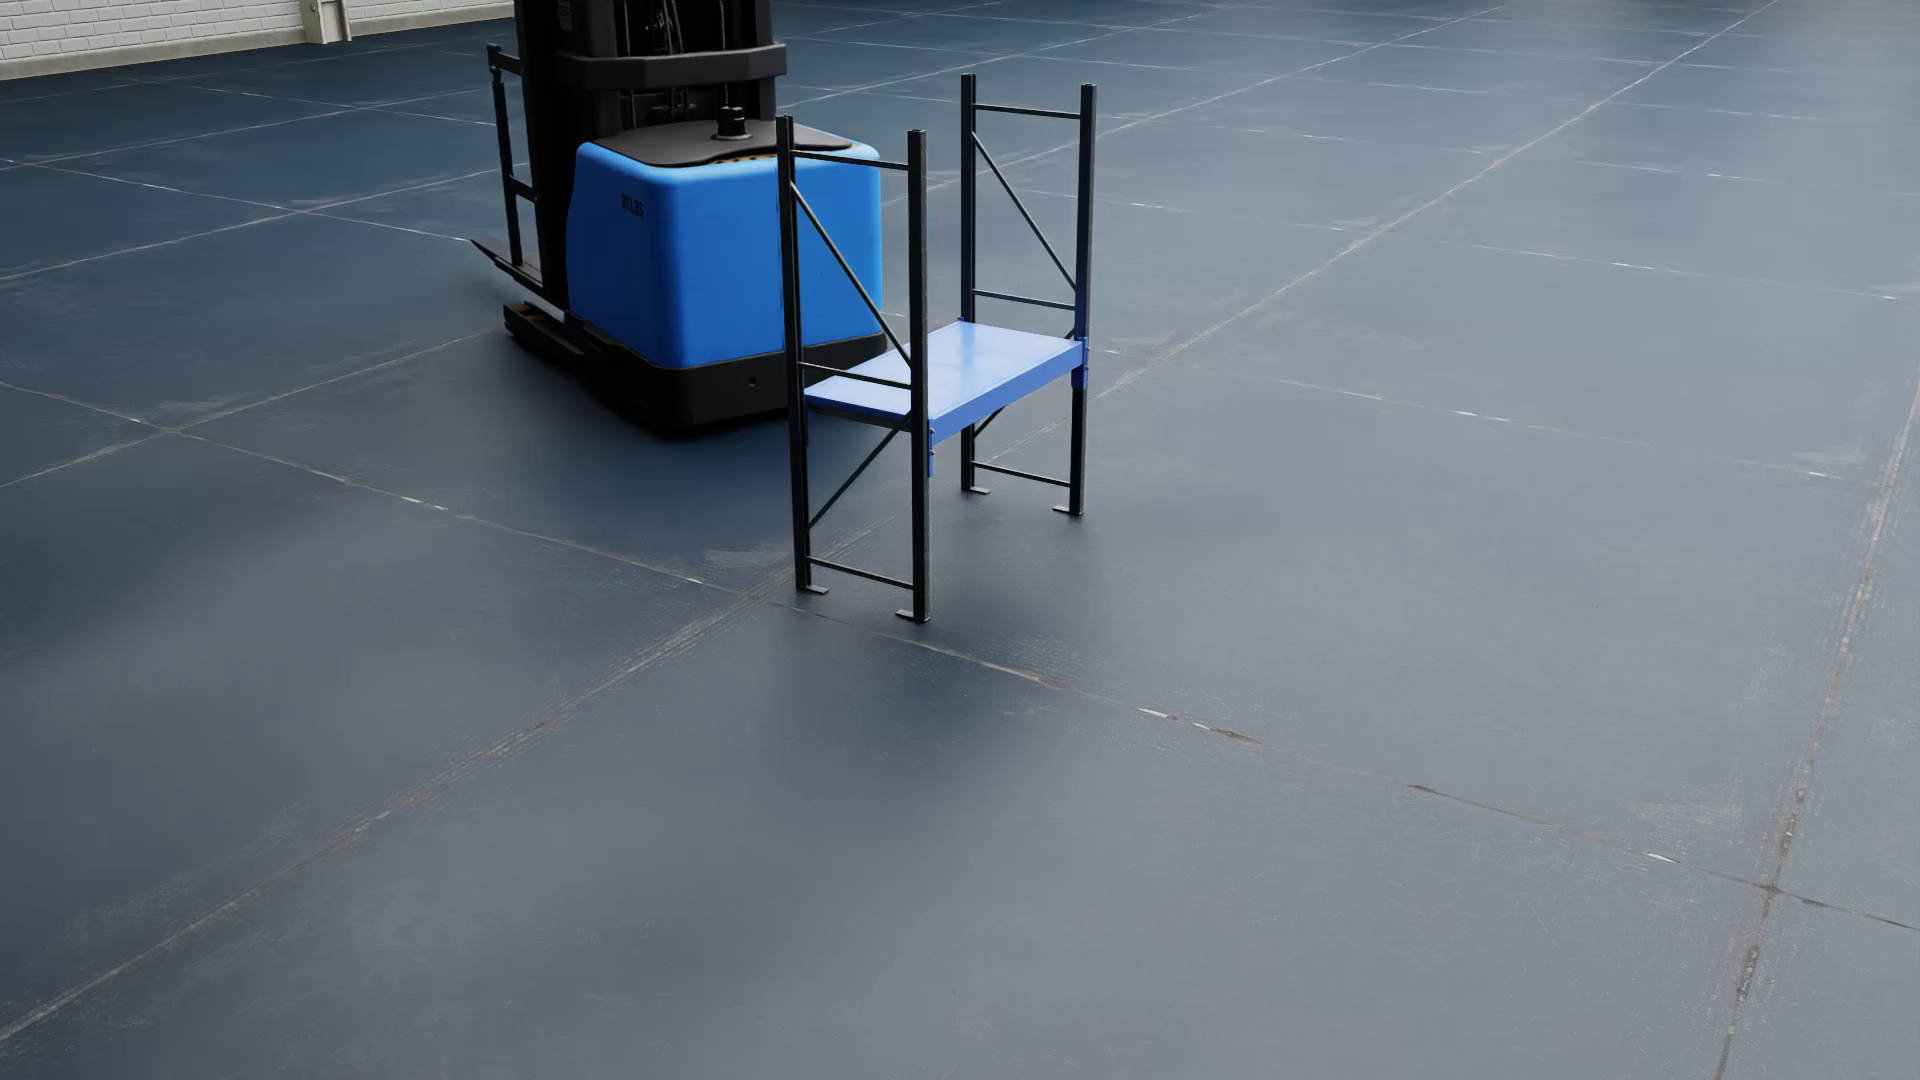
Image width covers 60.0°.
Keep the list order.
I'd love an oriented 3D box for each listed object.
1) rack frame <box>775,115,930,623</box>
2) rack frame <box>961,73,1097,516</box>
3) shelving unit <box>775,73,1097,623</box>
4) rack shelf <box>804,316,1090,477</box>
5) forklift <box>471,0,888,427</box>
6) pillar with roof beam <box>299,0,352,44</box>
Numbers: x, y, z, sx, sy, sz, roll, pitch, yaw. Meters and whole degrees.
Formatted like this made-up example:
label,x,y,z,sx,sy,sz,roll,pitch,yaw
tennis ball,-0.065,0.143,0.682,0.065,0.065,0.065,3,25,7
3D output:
label,x,y,z,sx,sy,sz,roll,pitch,yaw
rack frame,-0.313,-0.488,4.989,0.500,1.500,0.032,14,27,29
rack frame,0.223,-0.831,5.782,0.500,1.500,0.032,14,27,29
shelving unit,-0.045,-0.659,5.386,0.538,1.500,1.048,14,27,29
rack shelf,-0.045,-0.494,5.457,0.538,0.185,1.000,14,27,29
forklift,-1.527,-2.331,7.445,1.130,2.935,3.031,-14,27,-30
pillar with roof beam,-3.453,-8.843,14.850,9.100,9.000,0.400,14,27,29
